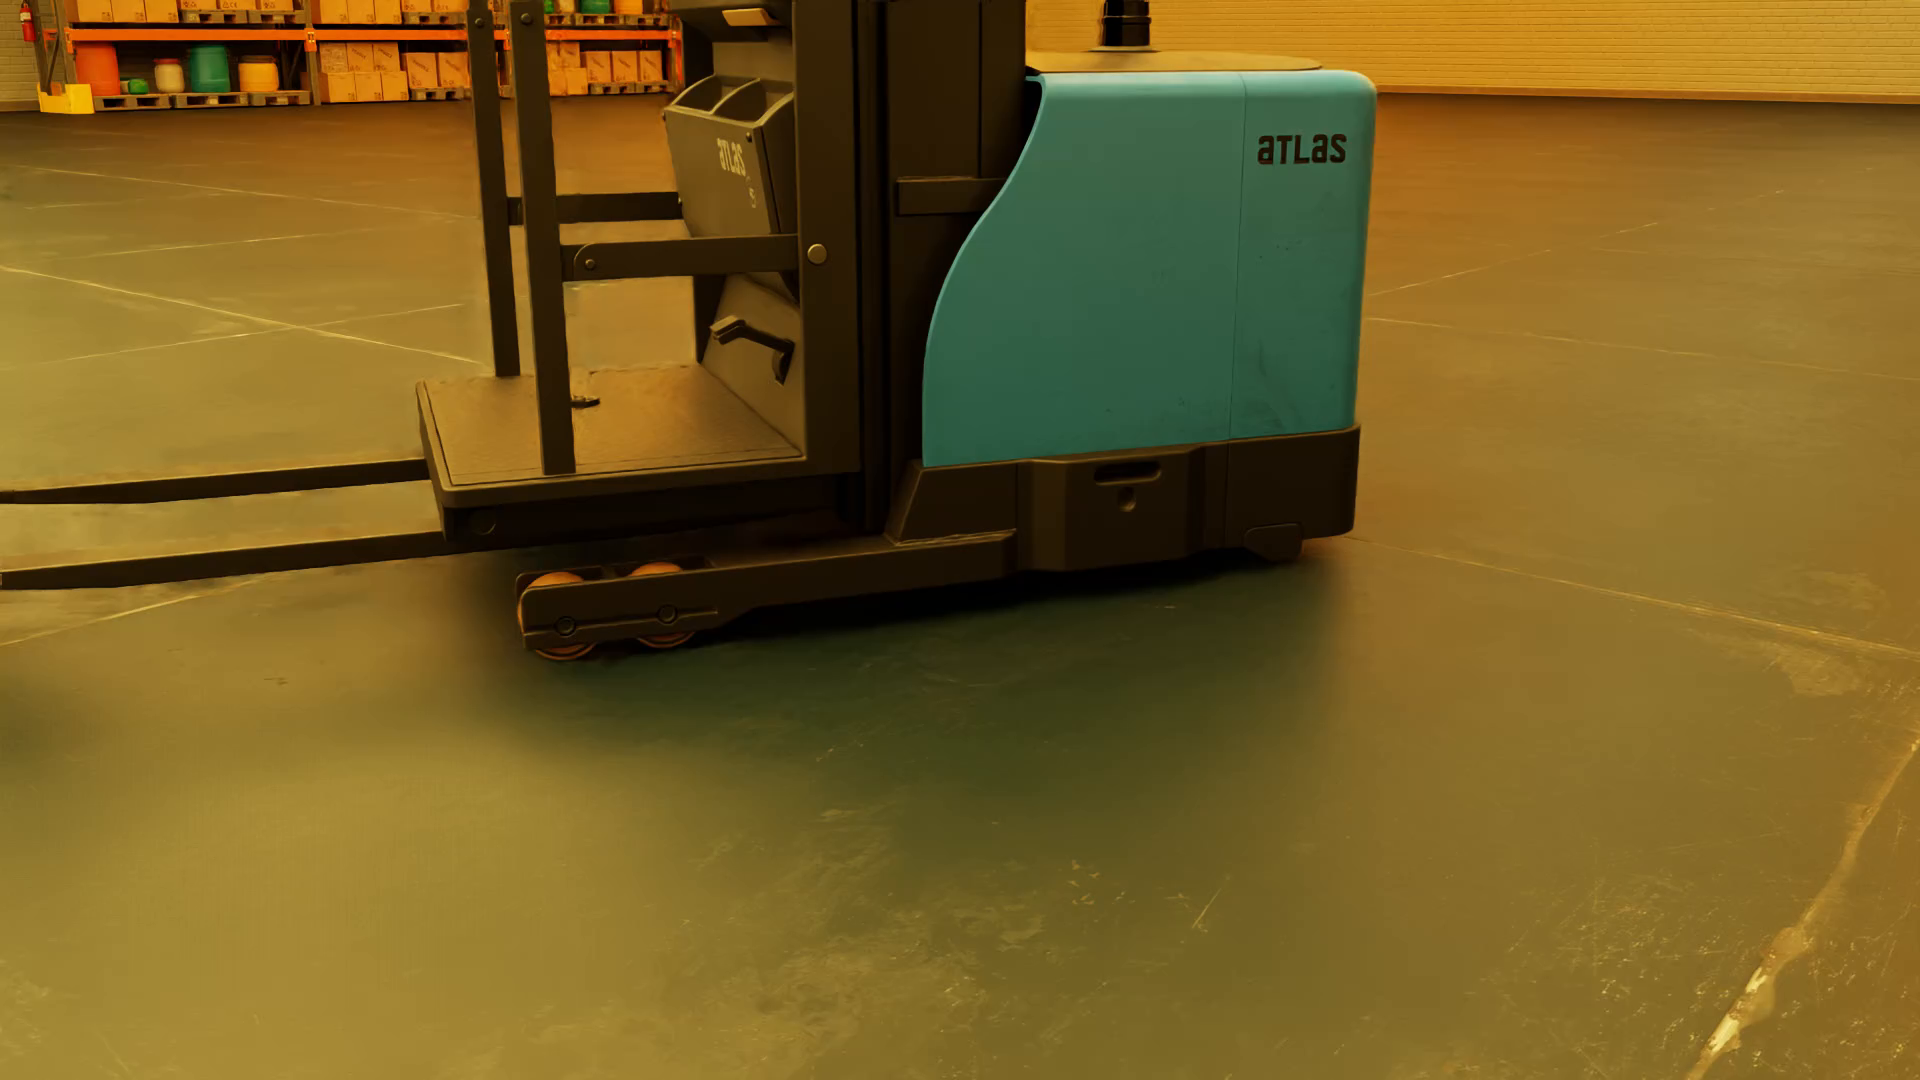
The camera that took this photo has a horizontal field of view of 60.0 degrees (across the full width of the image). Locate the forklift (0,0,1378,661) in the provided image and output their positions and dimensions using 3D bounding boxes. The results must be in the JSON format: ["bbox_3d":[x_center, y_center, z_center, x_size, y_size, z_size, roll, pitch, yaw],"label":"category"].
[{"bbox_3d":[-0.671,-1.345,3.325,3.031,2.935,1.130,-6,18,-19],"label":"forklift"}]
